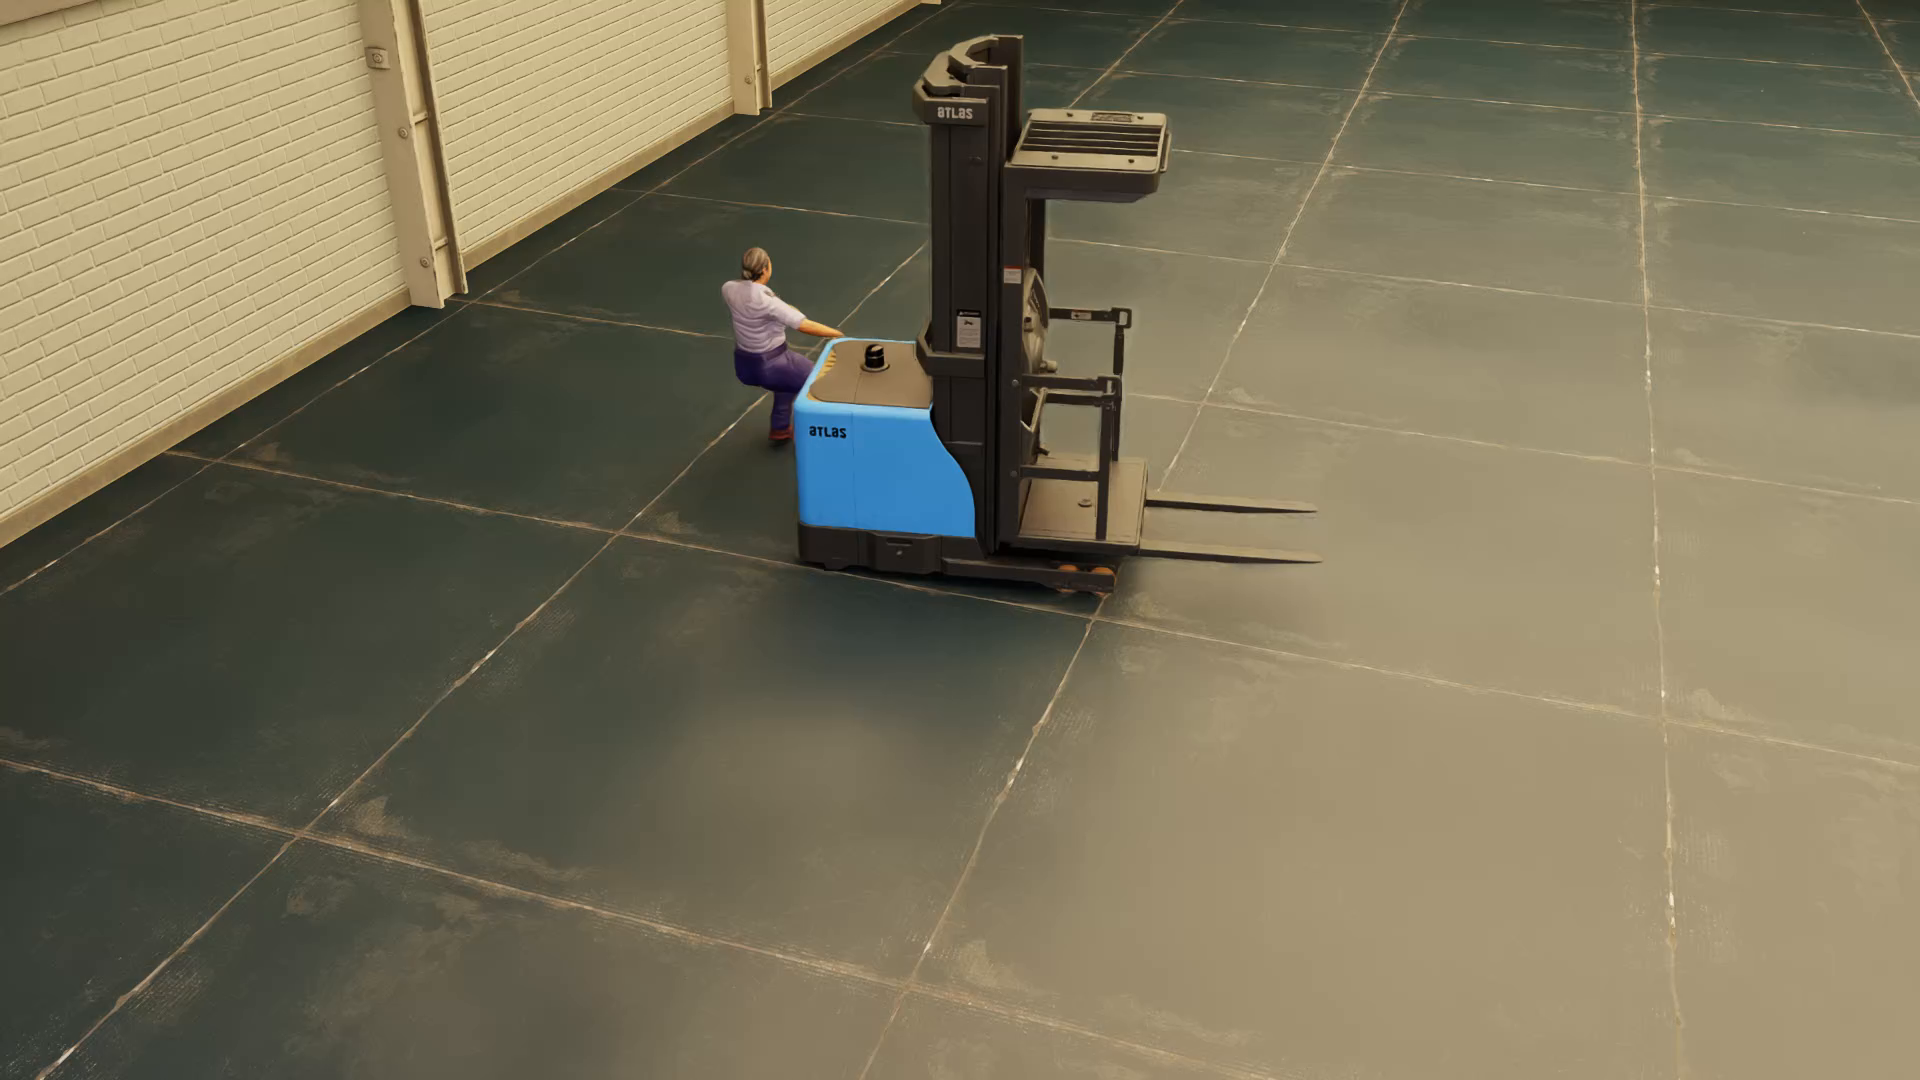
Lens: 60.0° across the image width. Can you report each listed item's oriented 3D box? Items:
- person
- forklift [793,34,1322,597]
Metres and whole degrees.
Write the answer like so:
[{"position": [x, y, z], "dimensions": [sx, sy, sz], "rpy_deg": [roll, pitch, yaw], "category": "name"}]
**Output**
[{"position": [-1.136, -1.212, 10.810], "dimensions": [0.811, 1.525, 0.651], "rpy_deg": [19, 35, 30], "category": "person"}, {"position": [0.608, -1.233, 9.299], "dimensions": [3.031, 2.935, 1.130], "rpy_deg": [4, 30, 8], "category": "forklift"}]
